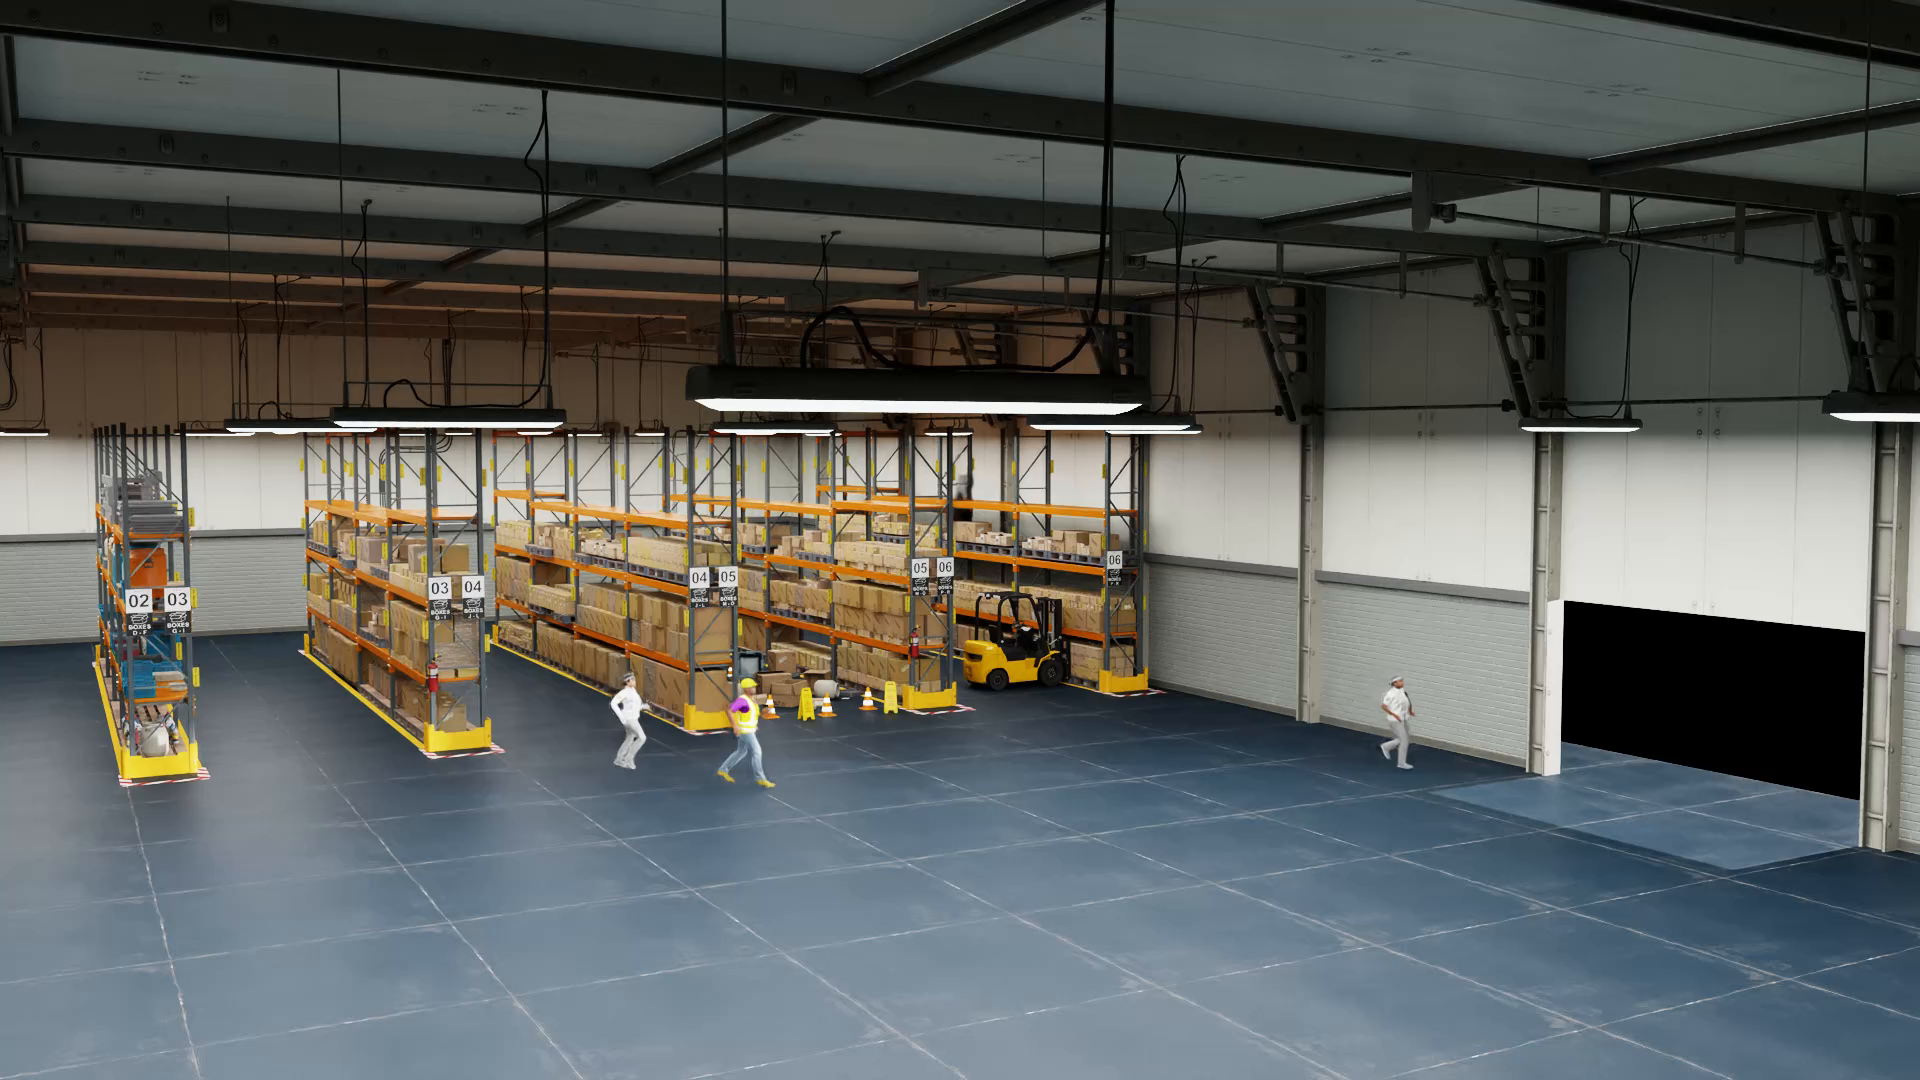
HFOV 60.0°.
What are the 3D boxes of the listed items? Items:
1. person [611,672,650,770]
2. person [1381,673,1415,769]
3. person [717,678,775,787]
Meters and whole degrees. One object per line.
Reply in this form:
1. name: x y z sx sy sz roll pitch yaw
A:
1. person: -5.692 3.131 28.817 0.678 1.697 0.583 0 3 7
2. person: 7.609 3.134 29.021 0.581 1.655 0.700 -3 5 -44
3. person: -3.517 3.154 27.290 0.963 1.775 0.689 0 3 0
